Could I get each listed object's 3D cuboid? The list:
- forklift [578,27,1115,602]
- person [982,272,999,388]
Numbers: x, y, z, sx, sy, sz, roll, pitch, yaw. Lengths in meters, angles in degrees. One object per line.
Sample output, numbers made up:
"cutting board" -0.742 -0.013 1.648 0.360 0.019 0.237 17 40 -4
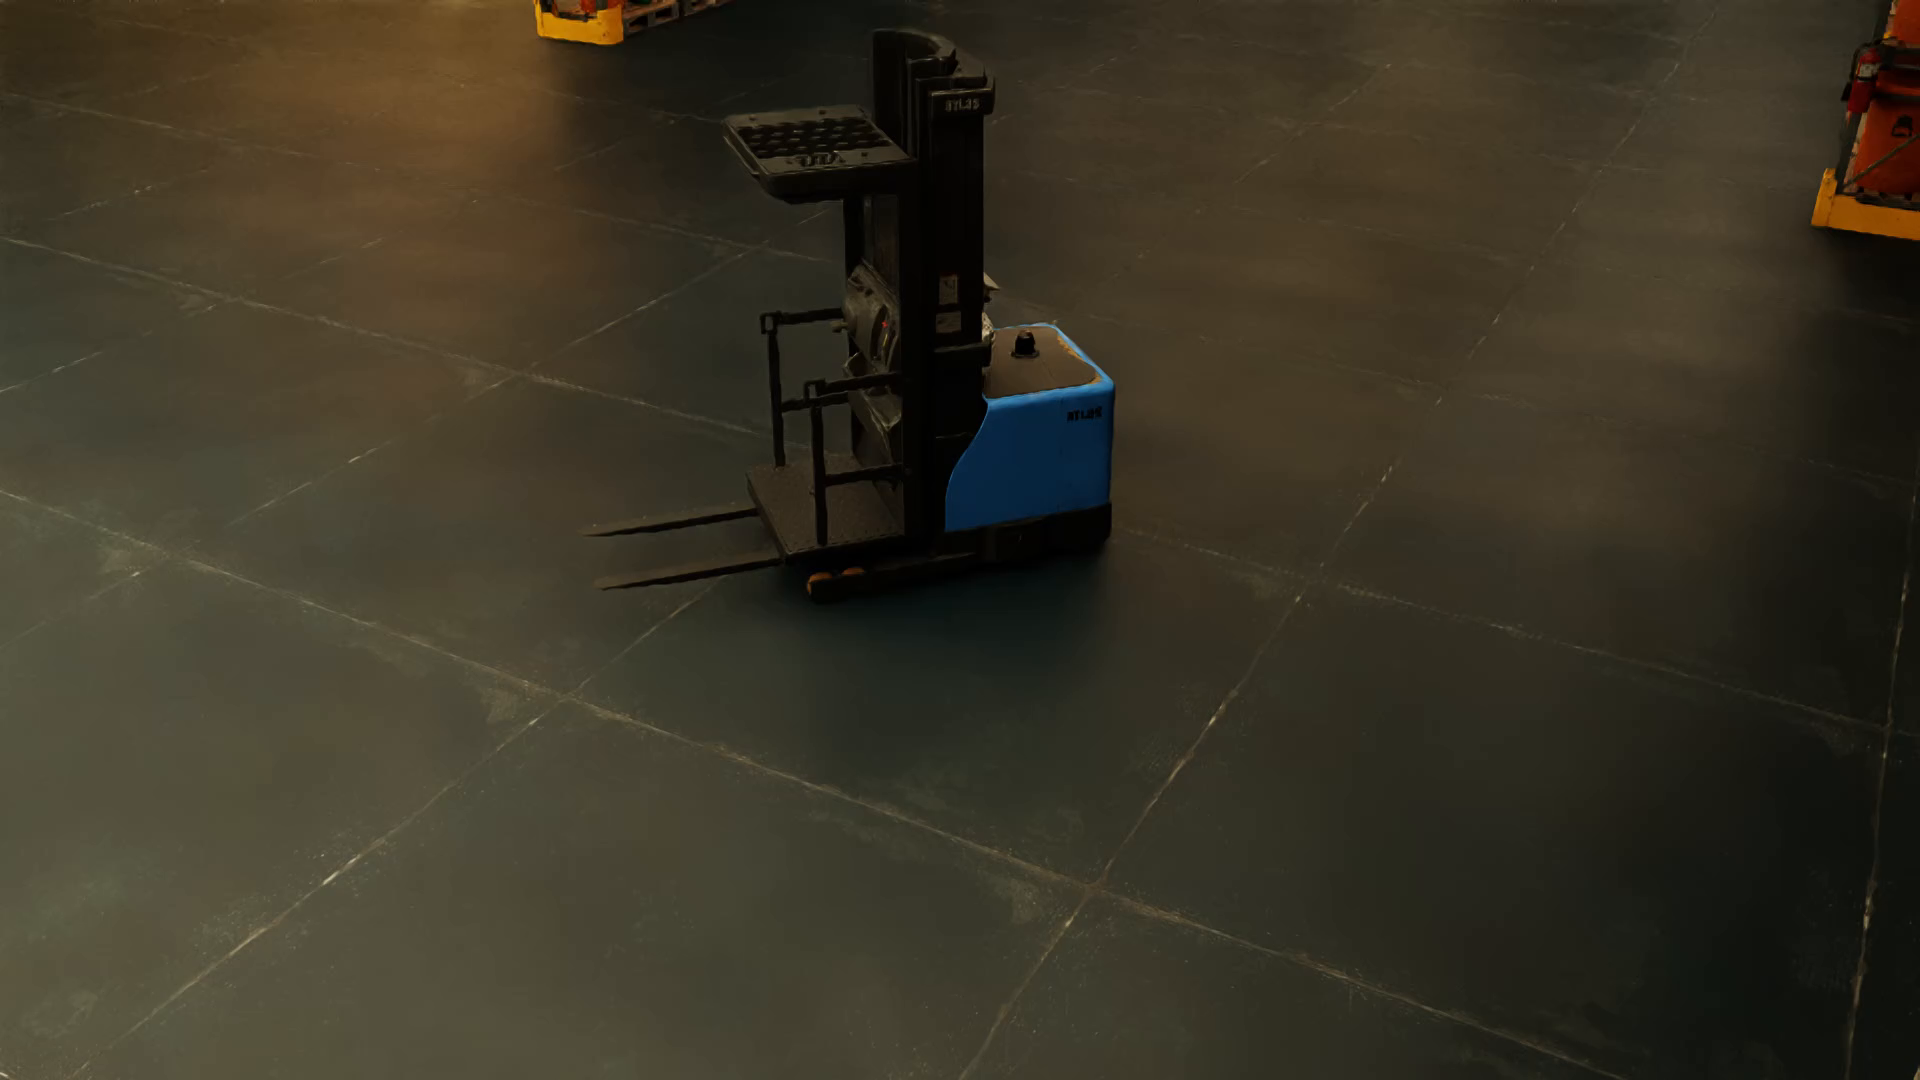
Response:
"forklift" -0.677 -1.217 9.179 3.031 2.935 1.130 -10 31 -16
"person" -0.104 -0.803 9.482 0.625 1.608 0.544 -9 31 -15
